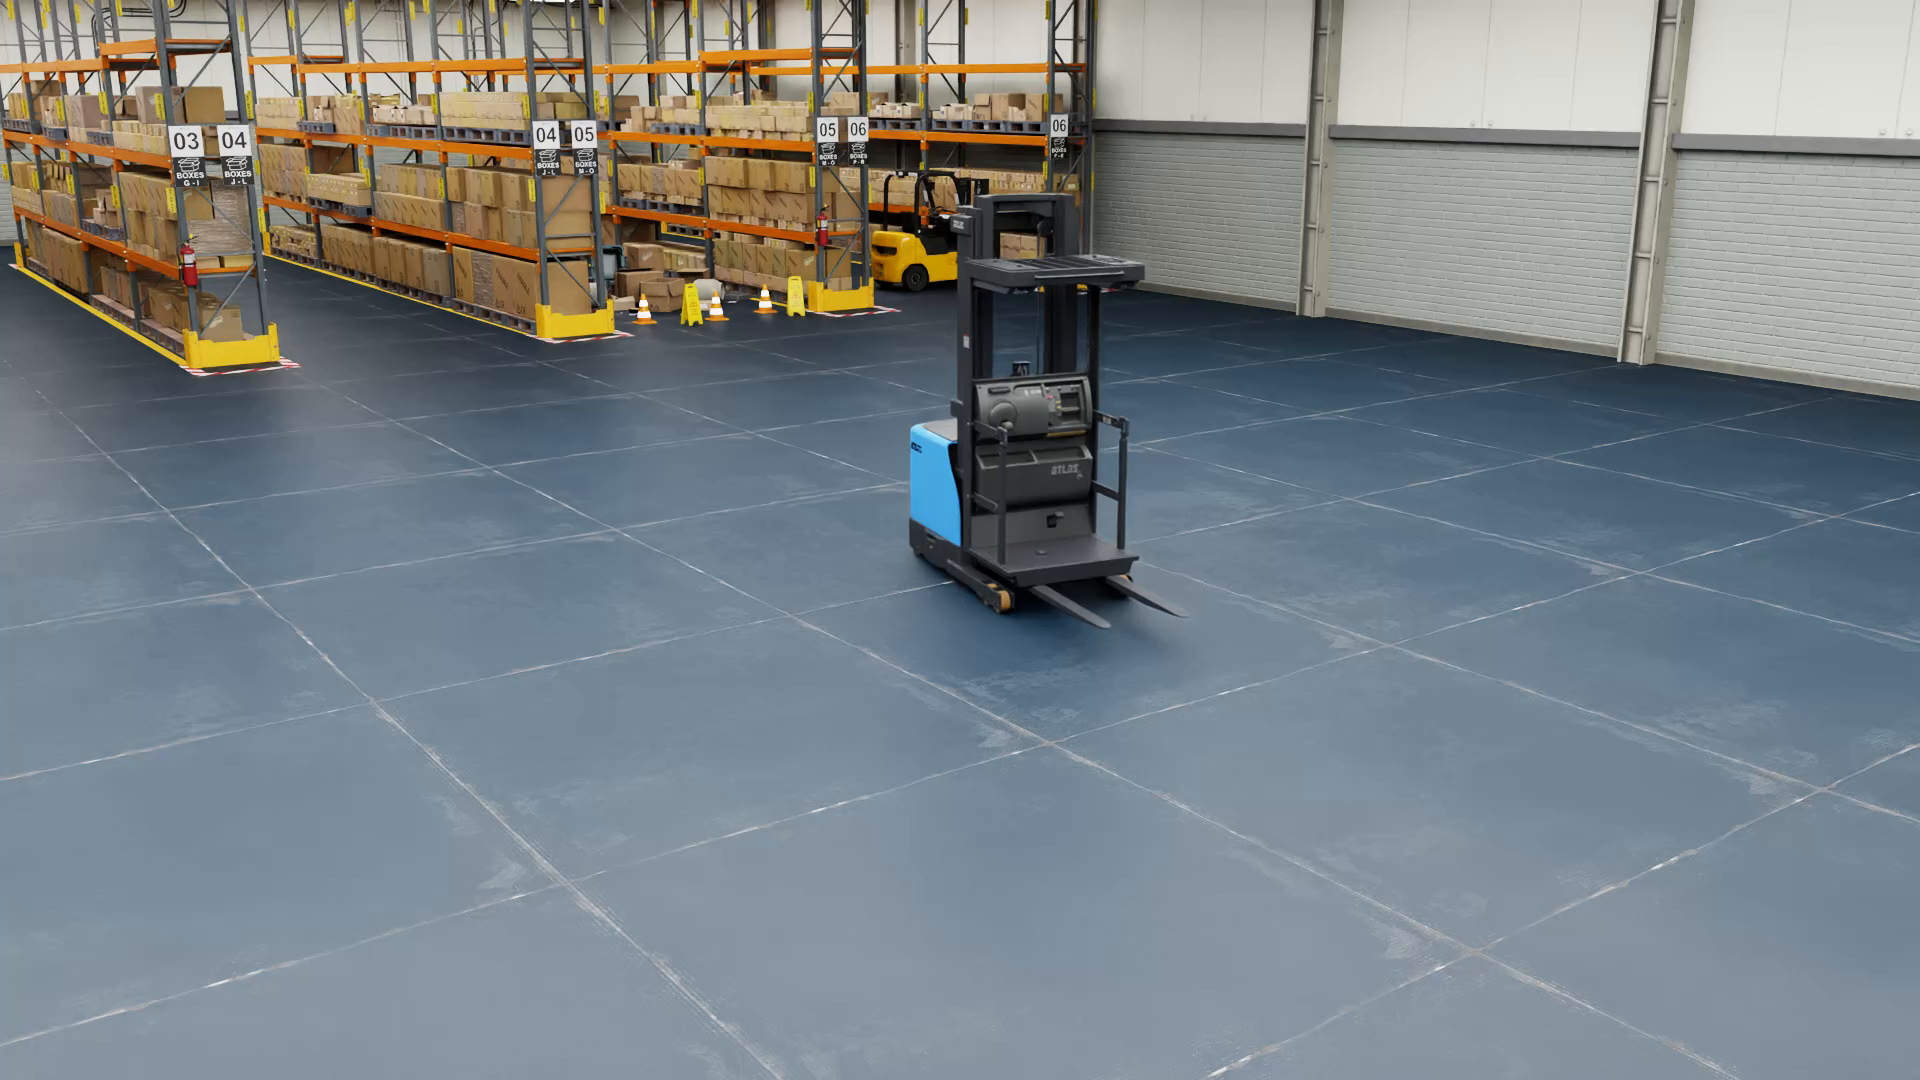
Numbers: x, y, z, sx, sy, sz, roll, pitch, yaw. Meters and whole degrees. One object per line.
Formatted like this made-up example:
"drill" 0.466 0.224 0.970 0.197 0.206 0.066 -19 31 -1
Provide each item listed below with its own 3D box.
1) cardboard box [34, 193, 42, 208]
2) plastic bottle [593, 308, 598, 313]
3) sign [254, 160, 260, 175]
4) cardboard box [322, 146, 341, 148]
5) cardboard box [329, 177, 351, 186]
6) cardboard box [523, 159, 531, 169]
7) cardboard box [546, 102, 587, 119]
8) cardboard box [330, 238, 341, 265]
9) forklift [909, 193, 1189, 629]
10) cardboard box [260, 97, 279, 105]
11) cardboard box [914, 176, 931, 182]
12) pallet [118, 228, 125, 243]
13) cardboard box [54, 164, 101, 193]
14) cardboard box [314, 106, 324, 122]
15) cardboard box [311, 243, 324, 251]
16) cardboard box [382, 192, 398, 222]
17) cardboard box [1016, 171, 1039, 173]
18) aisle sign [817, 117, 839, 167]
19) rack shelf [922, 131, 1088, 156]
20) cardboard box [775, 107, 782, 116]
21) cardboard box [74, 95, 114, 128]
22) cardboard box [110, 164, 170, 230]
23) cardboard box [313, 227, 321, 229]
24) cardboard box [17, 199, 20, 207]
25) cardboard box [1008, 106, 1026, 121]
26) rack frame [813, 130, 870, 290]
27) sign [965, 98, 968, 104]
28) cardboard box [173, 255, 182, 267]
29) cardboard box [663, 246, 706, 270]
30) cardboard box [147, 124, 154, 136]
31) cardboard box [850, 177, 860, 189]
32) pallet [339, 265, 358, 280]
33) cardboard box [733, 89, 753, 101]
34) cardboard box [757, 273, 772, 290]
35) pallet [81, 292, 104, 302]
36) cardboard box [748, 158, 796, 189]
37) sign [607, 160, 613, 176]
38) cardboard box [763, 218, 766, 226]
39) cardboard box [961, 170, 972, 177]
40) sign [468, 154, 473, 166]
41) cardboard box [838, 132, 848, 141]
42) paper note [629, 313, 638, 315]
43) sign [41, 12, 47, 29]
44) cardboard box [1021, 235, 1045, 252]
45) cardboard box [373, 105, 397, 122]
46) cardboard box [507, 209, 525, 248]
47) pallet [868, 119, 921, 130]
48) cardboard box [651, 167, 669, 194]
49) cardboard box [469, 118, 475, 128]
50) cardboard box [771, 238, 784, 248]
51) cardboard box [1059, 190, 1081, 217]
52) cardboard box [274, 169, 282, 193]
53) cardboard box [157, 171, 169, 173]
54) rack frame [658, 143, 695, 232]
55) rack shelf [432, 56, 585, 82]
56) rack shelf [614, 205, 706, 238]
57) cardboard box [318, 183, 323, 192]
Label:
"cardboard box" -17.540 -6.569 32.115 0.500 0.250 0.500 -11 19 -36
"plastic bottle" -6.083 -3.903 28.221 0.133 0.061 0.283 10 18 33
"sign" -15.788 -8.380 37.371 0.100 0.325 0.005 -11 19 -35
"cardboard box" -13.382 -8.109 35.374 0.500 0.500 0.500 -12 19 -36
"cardboard box" -12.215 -7.072 32.787 0.380 0.149 0.250 -10 18 -33
"cardboard box" -9.553 -8.571 37.625 0.500 0.500 0.500 -11 19 -35
"cardboard box" -6.017 -6.542 25.348 0.500 0.250 0.500 -11 19 -35
"cardboard box" -12.465 -5.878 33.808 0.500 0.500 0.500 -10 18 -32
"forklift" 0.645 -1.011 12.218 1.130 2.935 3.031 -7 17 -23
"cardboard box" -15.107 -9.623 36.454 0.380 0.149 0.250 -11 19 -35
"cardboard box" -0.716 -7.445 34.177 0.380 0.149 0.250 -10 18 -33
"pallet" -12.696 -4.829 26.401 1.003 0.211 1.213 -11 19 -35
"cardboard box" -16.292 -6.693 30.757 0.797 0.503 0.637 -11 19 -34
"cardboard box" -12.649 -8.578 33.427 0.500 0.311 0.500 -11 19 -35
"cardboard box" -13.439 -6.181 35.020 0.380 0.149 0.250 -10 18 -33
"cardboard box" -10.298 -6.141 30.640 0.500 0.500 0.500 -11 19 -35
"cardboard box" 1.315 -7.095 32.334 0.380 0.149 0.250 -11 19 -36
"aisle sign" -2.195 -6.616 27.640 0.394 0.787 0.004 -11 19 -35
"rack shelf" 0.840 -7.718 32.274 1.077 0.370 4.000 -11 19 -35
"cardboard box" -2.965 -7.385 28.659 0.380 0.149 0.250 -11 19 -35
"cardboard box" -14.052 -6.971 27.044 0.500 0.500 0.500 -12 19 -36
"cardboard box" -12.718 -5.419 26.262 1.000 1.000 1.000 -11 19 -34
"cardboard box" -14.172 -6.875 36.992 0.380 0.149 0.250 -10 18 -33
"cardboard box" -19.176 -6.941 34.229 0.380 0.149 0.250 -11 19 -36
"cardboard box" 1.134 -8.008 31.240 0.396 0.266 0.258 -11 19 -34
"rack frame" -1.997 -5.420 28.196 1.000 3.000 0.127 -11 19 -35
"sign" 0.112 -8.866 33.976 0.100 0.325 0.005 -11 19 -35
"cardboard box" -10.682 -3.888 23.076 0.380 0.149 0.250 -11 19 -35
"cardboard box" -5.495 -5.622 33.117 0.950 0.372 0.625 -10 18 -33
"cardboard box" -10.903 -5.624 22.790 0.380 0.149 0.250 -11 19 -34
"cardboard box" -2.038 -7.714 35.915 0.500 0.250 0.500 -11 19 -36
"pallet" -11.817 -5.421 33.482 1.003 0.211 1.213 -11 19 -35
"cardboard box" -5.145 -10.555 39.418 0.396 0.266 0.258 -11 19 -35
"cardboard box" -3.300 -4.650 29.796 0.500 0.250 0.500 -12 19 -37
"pallet" -15.119 -4.425 29.844 1.003 0.211 1.213 -11 19 -35
"cardboard box" -3.329 -6.499 29.493 0.700 0.500 0.500 -11 19 -35
"sign" -7.147 -7.600 33.968 0.100 0.325 0.005 -11 19 -35
"cardboard box" -3.273 -5.675 29.604 0.380 0.149 0.250 -11 19 -35
"cardboard box" 0.238 -7.219 32.787 0.380 0.149 0.250 -11 19 -35
"sign" -11.857 -9.207 40.245 0.100 0.325 0.005 -11 19 -35
"cardboard box" -1.929 -6.867 28.277 0.380 0.149 0.250 -11 19 -34
"paper note" -5.465 -3.787 27.856 0.144 0.017 0.142 -4 16 -15
"sign" -18.973 -10.762 34.430 0.100 0.325 0.005 -11 19 -35
"cardboard box" 1.493 -5.600 31.372 0.500 0.250 0.500 -10 18 -33
"cardboard box" -10.397 -7.804 30.410 0.500 0.311 0.500 -11 19 -34
"cardboard box" -6.537 -4.889 25.971 0.875 0.550 0.550 -11 19 -35
"pallet" -1.556 -8.886 35.535 1.003 0.211 1.213 -10 18 -32
"cardboard box" -5.706 -7.060 32.640 0.500 0.500 0.500 -12 19 -37
"cardboard box" -7.604 -6.658 26.530 0.380 0.149 0.250 -11 19 -34
"cardboard box" -3.094 -5.224 29.243 0.380 0.149 0.250 -10 18 -34
"cardboard box" 1.950 -6.388 31.545 0.500 0.500 0.500 -10 18 -33
"cardboard box" -14.695 -7.883 36.441 0.500 0.500 0.500 -11 19 -34
"cardboard box" -11.877 -5.356 25.318 0.500 0.500 0.500 -11 19 -35
"rack frame" -7.391 -9.608 43.497 1.000 3.000 0.127 -11 19 -35
"rack shelf" -7.117 -7.411 26.227 1.077 0.370 4.000 -11 19 -35
"rack shelf" -5.525 -6.354 32.973 1.077 0.370 4.000 -11 19 -35
"cardboard box" -12.678 -7.096 33.438 0.380 0.149 0.250 -12 19 -37
